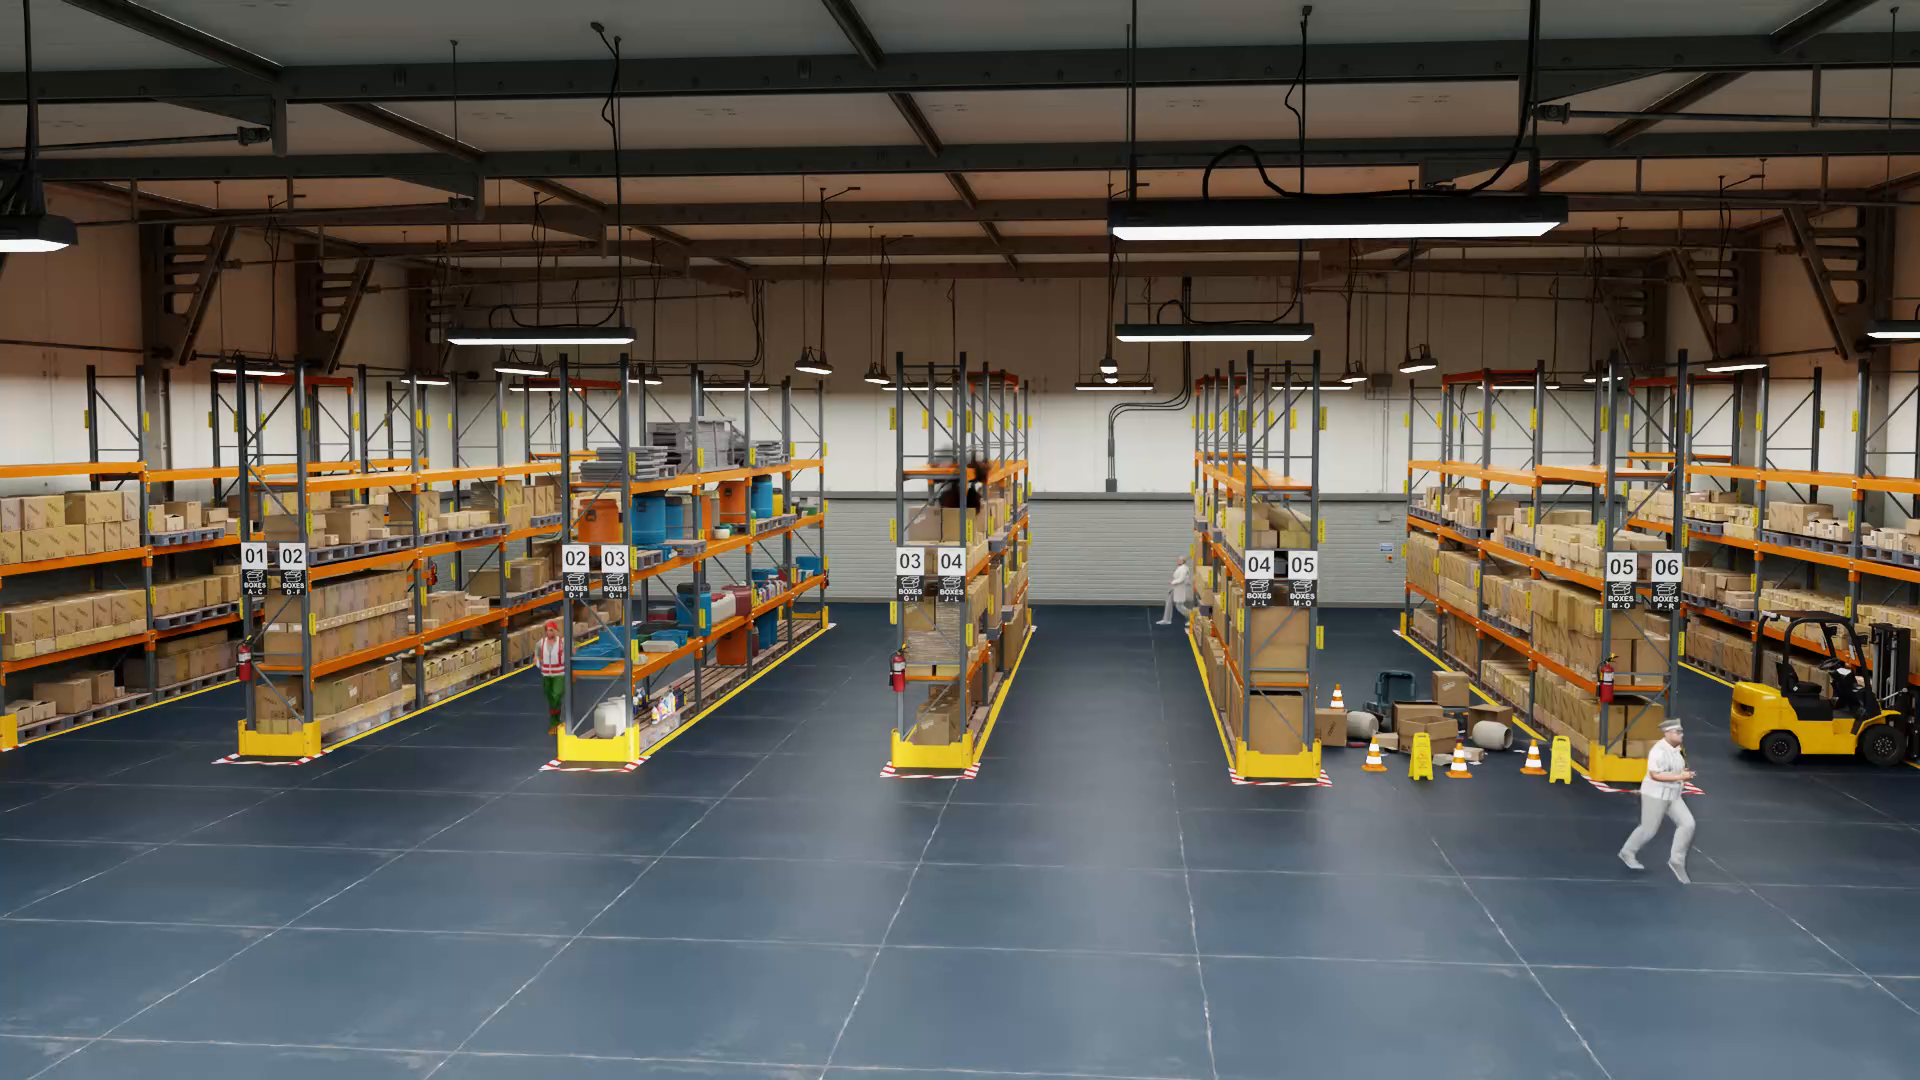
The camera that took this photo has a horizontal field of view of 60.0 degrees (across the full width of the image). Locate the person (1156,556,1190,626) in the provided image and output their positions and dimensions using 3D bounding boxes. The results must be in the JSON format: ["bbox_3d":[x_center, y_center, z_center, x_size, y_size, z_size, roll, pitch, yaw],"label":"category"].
[{"bbox_3d":[5.315,1.240,40.566,1.028,1.725,0.726,0,4,4],"label":"person"}]

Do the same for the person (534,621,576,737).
[{"bbox_3d":[-6.554,2.208,26.825,0.608,1.833,0.855,1,4,8],"label":"person"}]

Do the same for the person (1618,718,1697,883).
[{"bbox_3d":[7.678,2.837,18.265,0.687,1.832,0.878,-3,5,-40],"label":"person"}]
